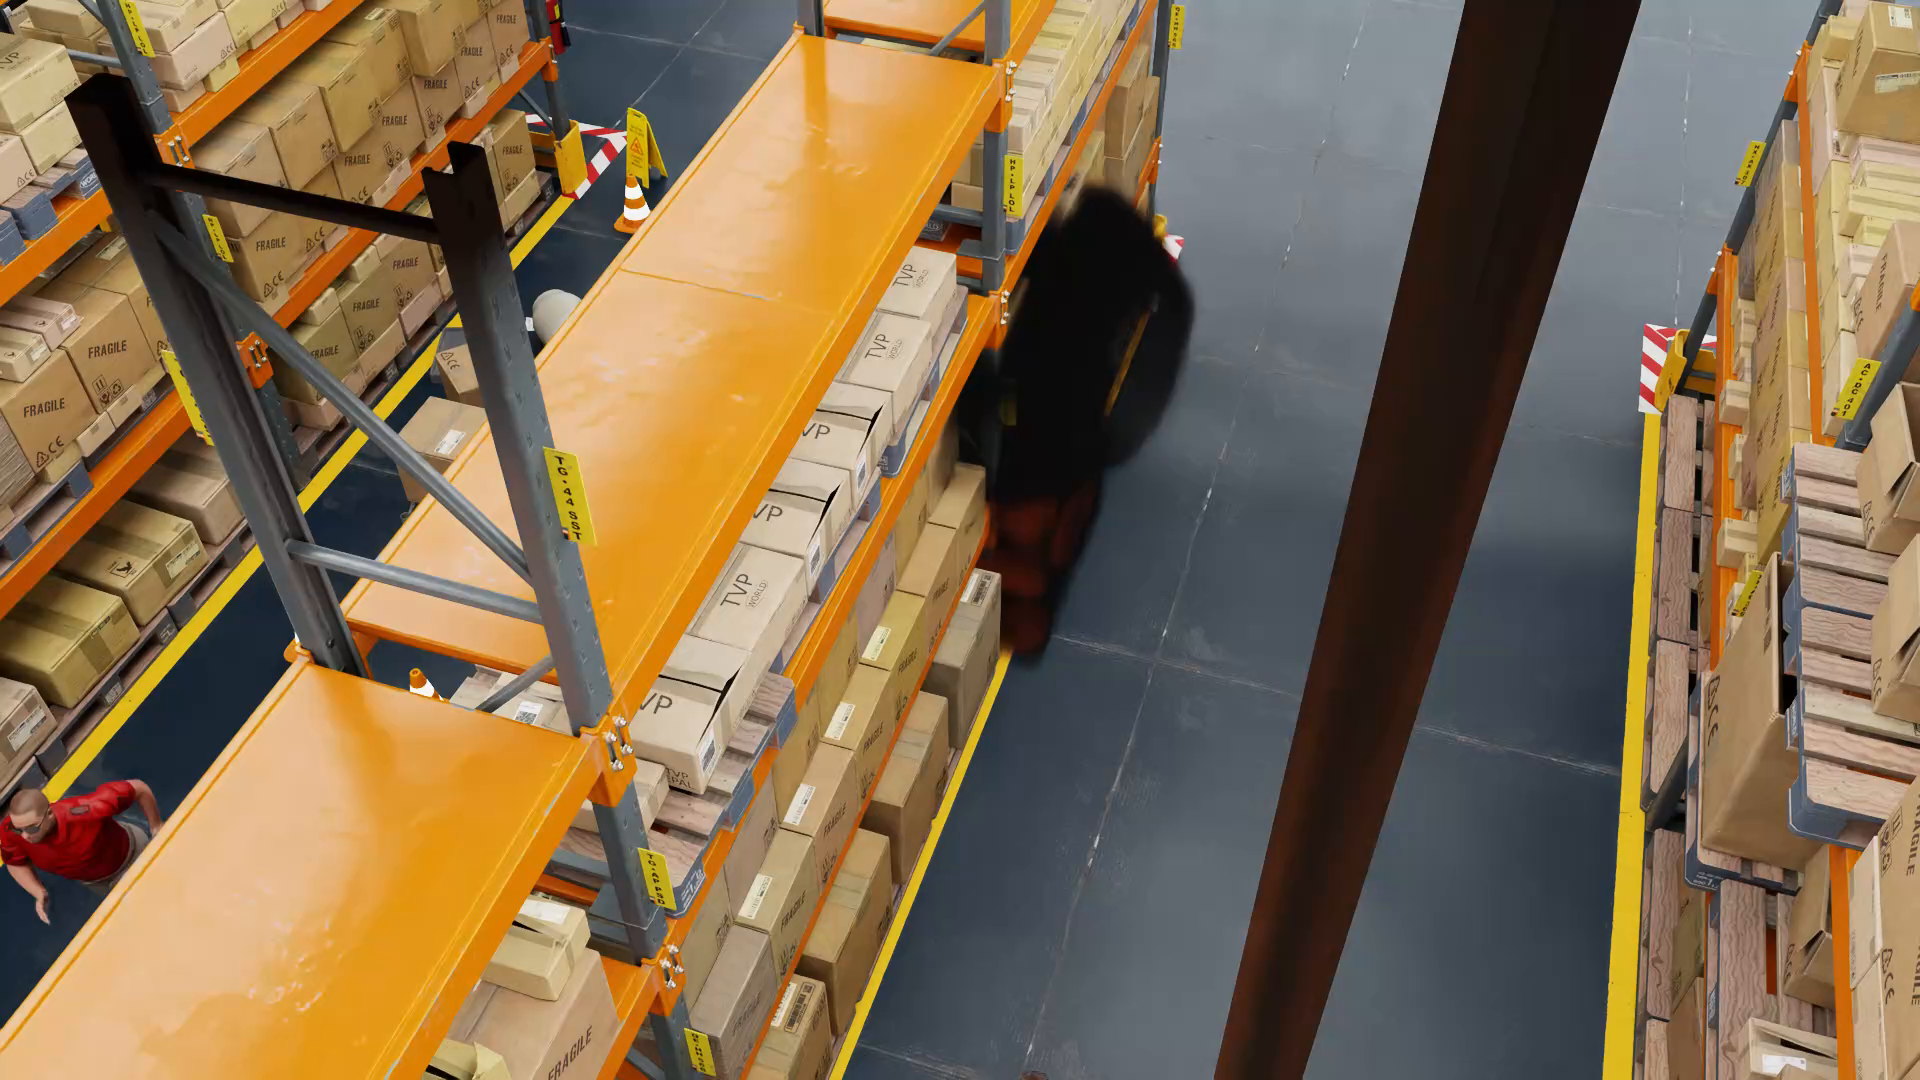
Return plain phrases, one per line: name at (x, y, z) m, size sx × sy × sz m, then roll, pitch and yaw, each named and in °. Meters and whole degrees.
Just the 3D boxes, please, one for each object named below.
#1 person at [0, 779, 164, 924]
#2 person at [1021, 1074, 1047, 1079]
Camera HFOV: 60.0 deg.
person at (-4.308, 1.655, 8.379) m, size 0.663 × 1.650 × 0.950 m, roll -1°, pitch 46°, yaw -1°
person at (0.291, 2.862, 7.228) m, size 0.578 × 1.625 × 0.616 m, roll 3°, pitch 46°, yaw 3°
